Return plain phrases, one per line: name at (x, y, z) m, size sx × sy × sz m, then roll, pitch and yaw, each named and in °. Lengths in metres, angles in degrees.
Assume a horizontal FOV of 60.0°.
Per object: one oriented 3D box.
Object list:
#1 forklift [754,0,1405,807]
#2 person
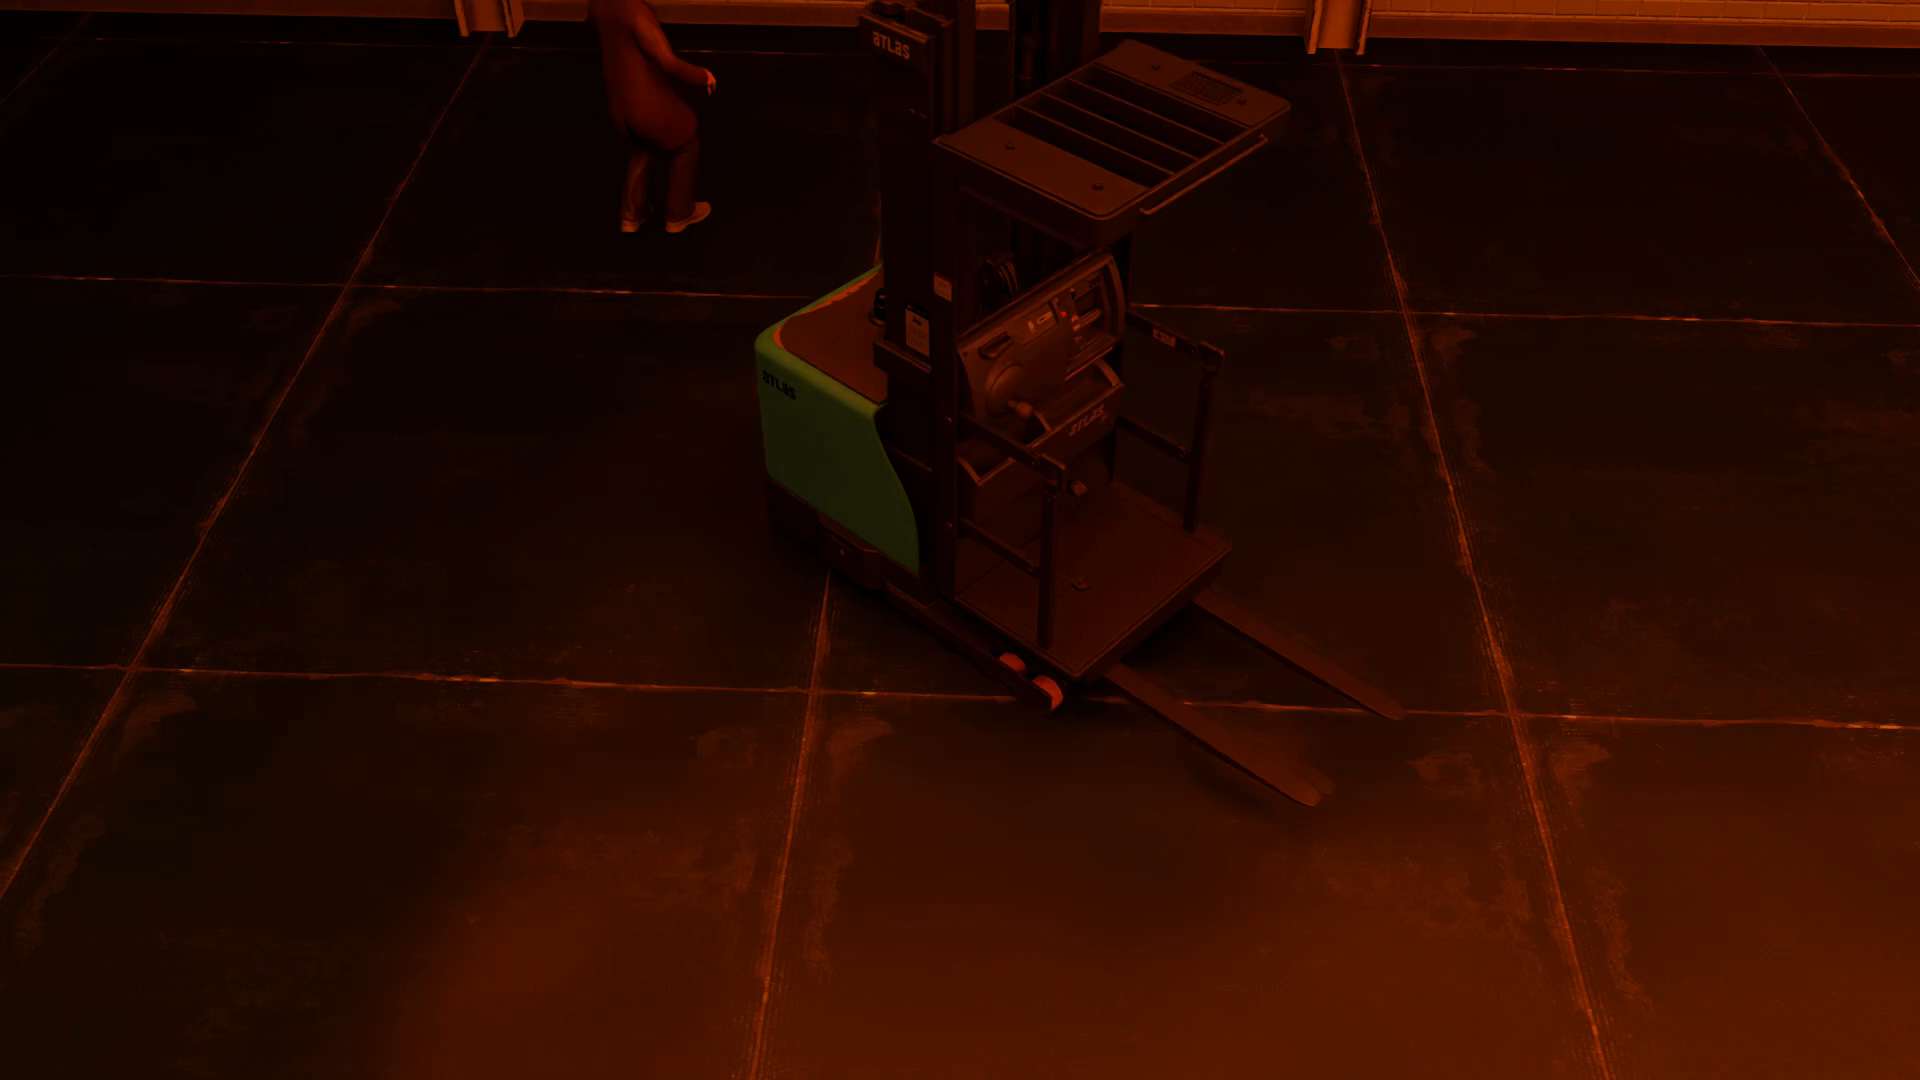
forklift at (0.494, -0.743, 6.556) m, size 3.031 × 2.935 × 1.130 m, roll 32°, pitch 51°, yaw 30°
person at (-1.734, -2.546, 9.469) m, size 0.829 × 1.736 × 0.644 m, roll 27°, pitch 49°, yaw 27°
